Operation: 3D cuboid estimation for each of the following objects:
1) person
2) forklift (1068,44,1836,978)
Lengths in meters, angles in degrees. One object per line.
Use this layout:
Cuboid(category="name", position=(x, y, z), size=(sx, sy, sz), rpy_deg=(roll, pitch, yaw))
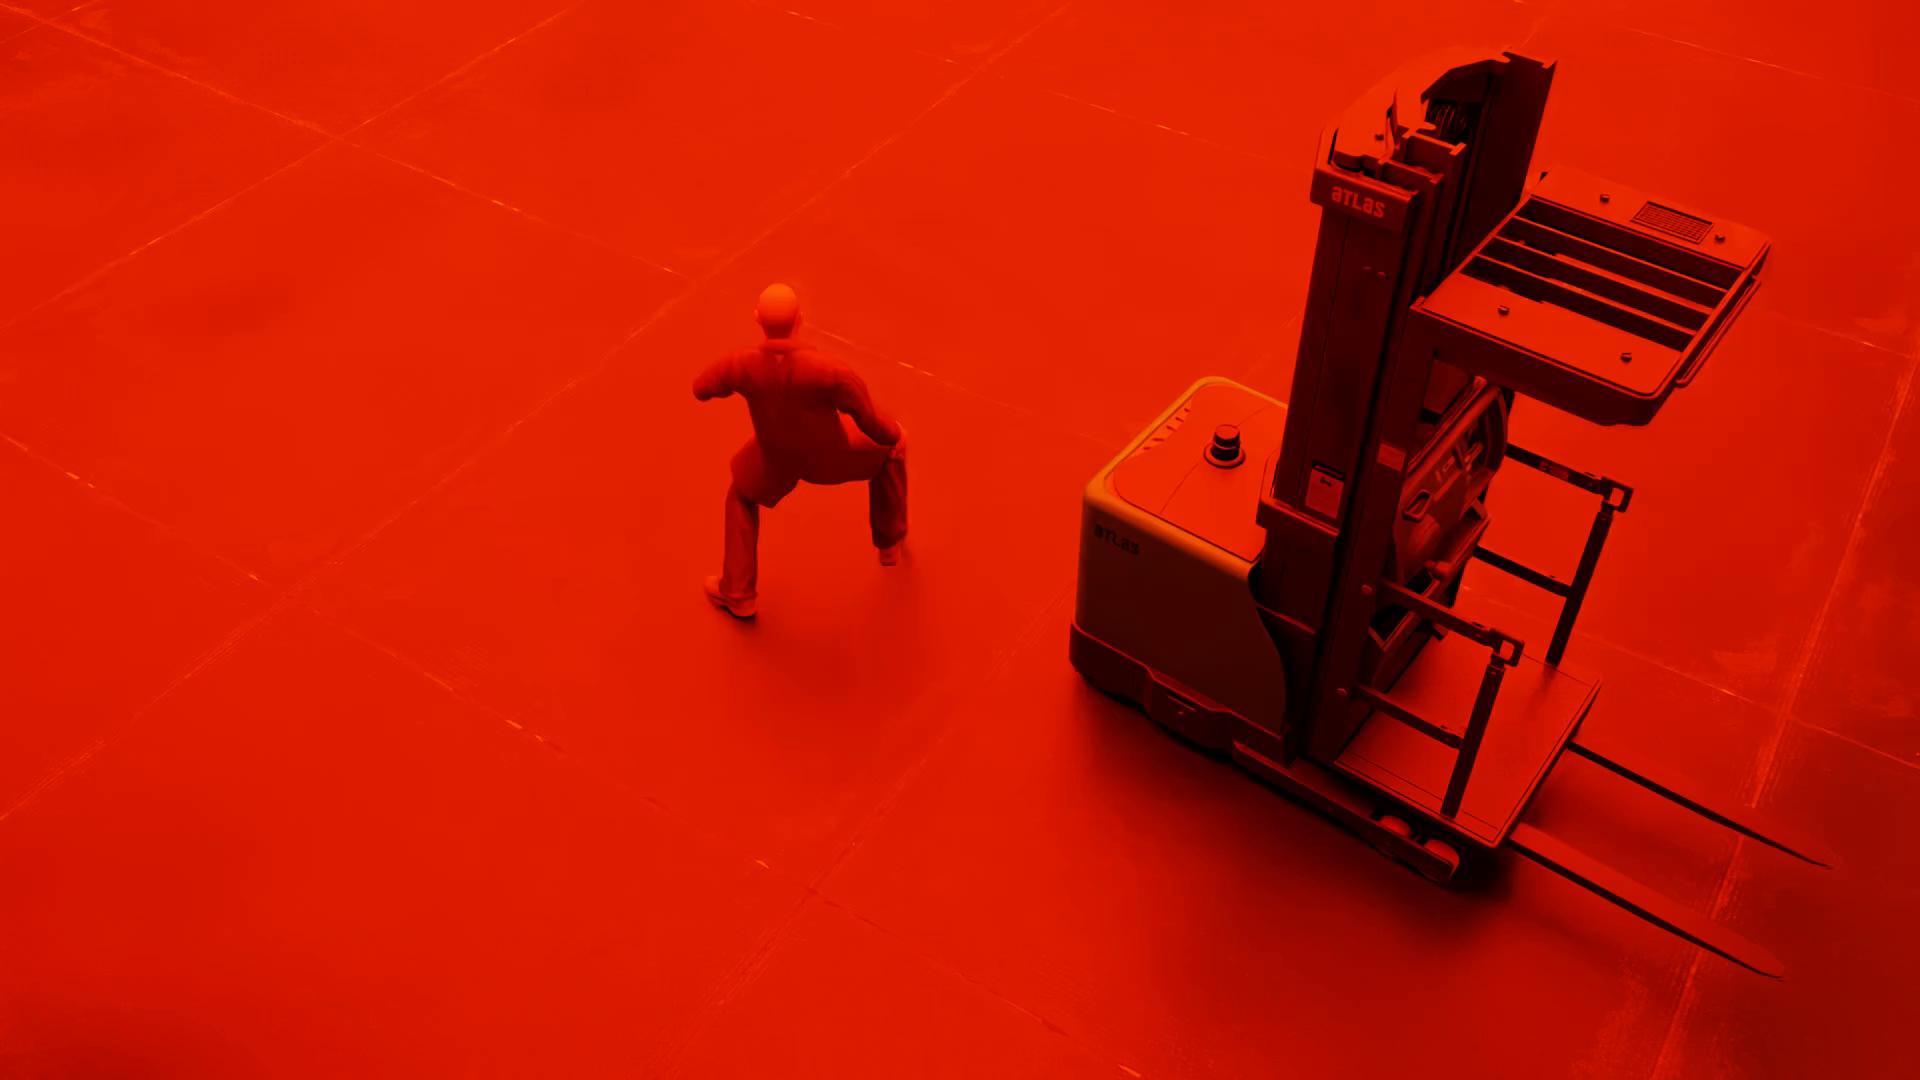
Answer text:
Cuboid(category="person", position=(-0.737, -0.444, 7.289), size=(1.002, 1.650, 0.782), rpy_deg=(8, 44, 8))
Cuboid(category="forklift", position=(1.957, -0.139, 5.995), size=(3.031, 2.935, 1.130), rpy_deg=(28, 50, 26))
